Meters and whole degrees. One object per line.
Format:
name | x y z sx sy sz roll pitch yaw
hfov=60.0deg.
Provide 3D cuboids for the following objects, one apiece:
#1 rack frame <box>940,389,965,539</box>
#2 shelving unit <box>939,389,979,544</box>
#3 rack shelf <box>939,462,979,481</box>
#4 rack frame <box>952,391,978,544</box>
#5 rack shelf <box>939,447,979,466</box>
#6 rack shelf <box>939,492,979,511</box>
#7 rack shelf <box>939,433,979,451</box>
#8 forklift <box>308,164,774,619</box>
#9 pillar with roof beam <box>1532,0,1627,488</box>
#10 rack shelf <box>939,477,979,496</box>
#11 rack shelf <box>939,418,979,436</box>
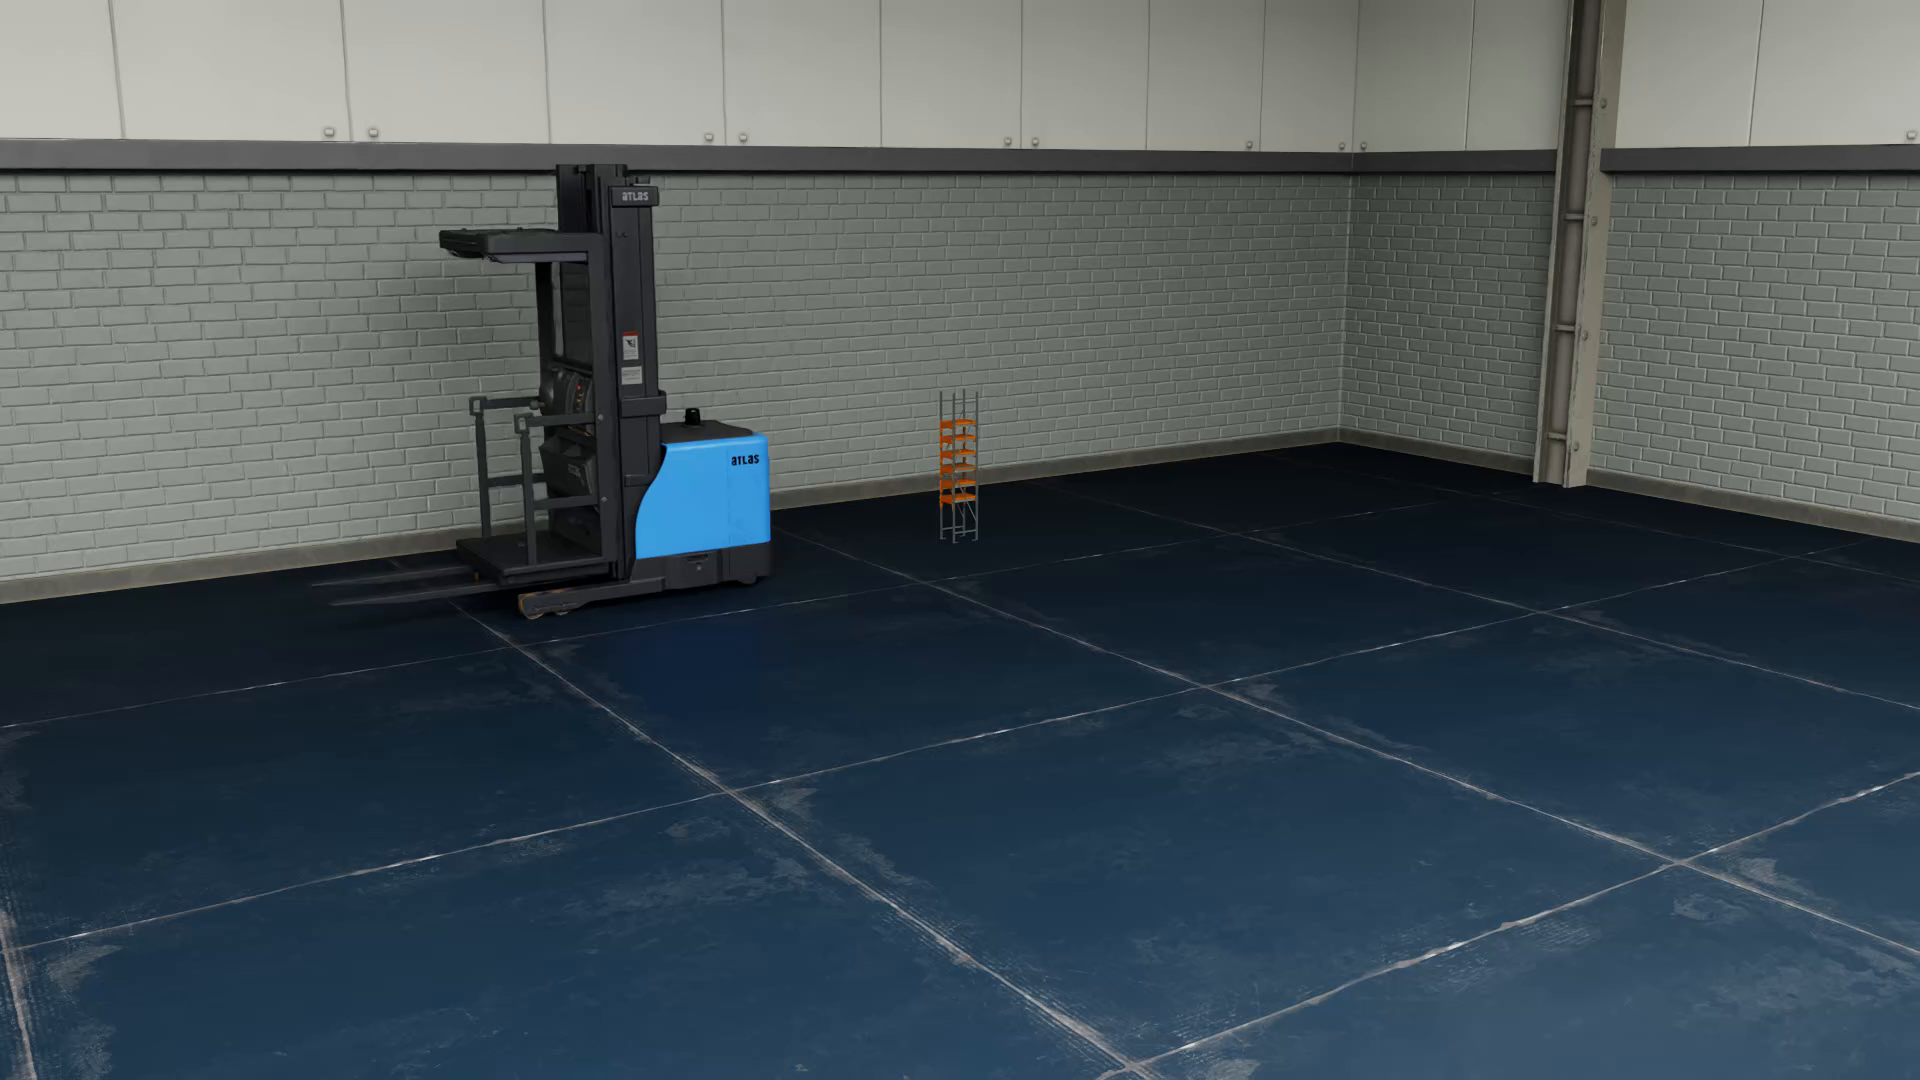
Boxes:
rack frame | -0.059 -0.605 13.320 0.240 1.200 0.006 -8 15 -33
shelving unit | -0.008 -0.589 13.245 0.258 1.200 0.189 -8 15 -33
rack shelf | -0.008 -0.545 13.255 0.258 0.103 0.180 -8 15 -33
rack frame | 0.043 -0.572 13.171 0.240 1.200 0.006 -8 15 -33
rack shelf | -0.008 -0.663 13.229 0.258 0.103 0.180 -8 15 -33
rack shelf | -0.008 -0.311 13.306 0.258 0.103 0.180 -8 15 -33
rack shelf | -0.008 -0.780 13.204 0.258 0.103 0.180 -8 15 -33
forklift | -2.856 -1.039 11.252 3.031 2.935 1.130 -8 15 -32
pillar with roof beam | 2.131 -4.429 12.552 9.100 9.000 0.400 -8 15 -33
rack shelf | -0.008 -0.428 13.280 0.258 0.103 0.180 -8 15 -33
rack shelf | -0.008 -0.897 13.178 0.258 0.103 0.180 -8 15 -33
